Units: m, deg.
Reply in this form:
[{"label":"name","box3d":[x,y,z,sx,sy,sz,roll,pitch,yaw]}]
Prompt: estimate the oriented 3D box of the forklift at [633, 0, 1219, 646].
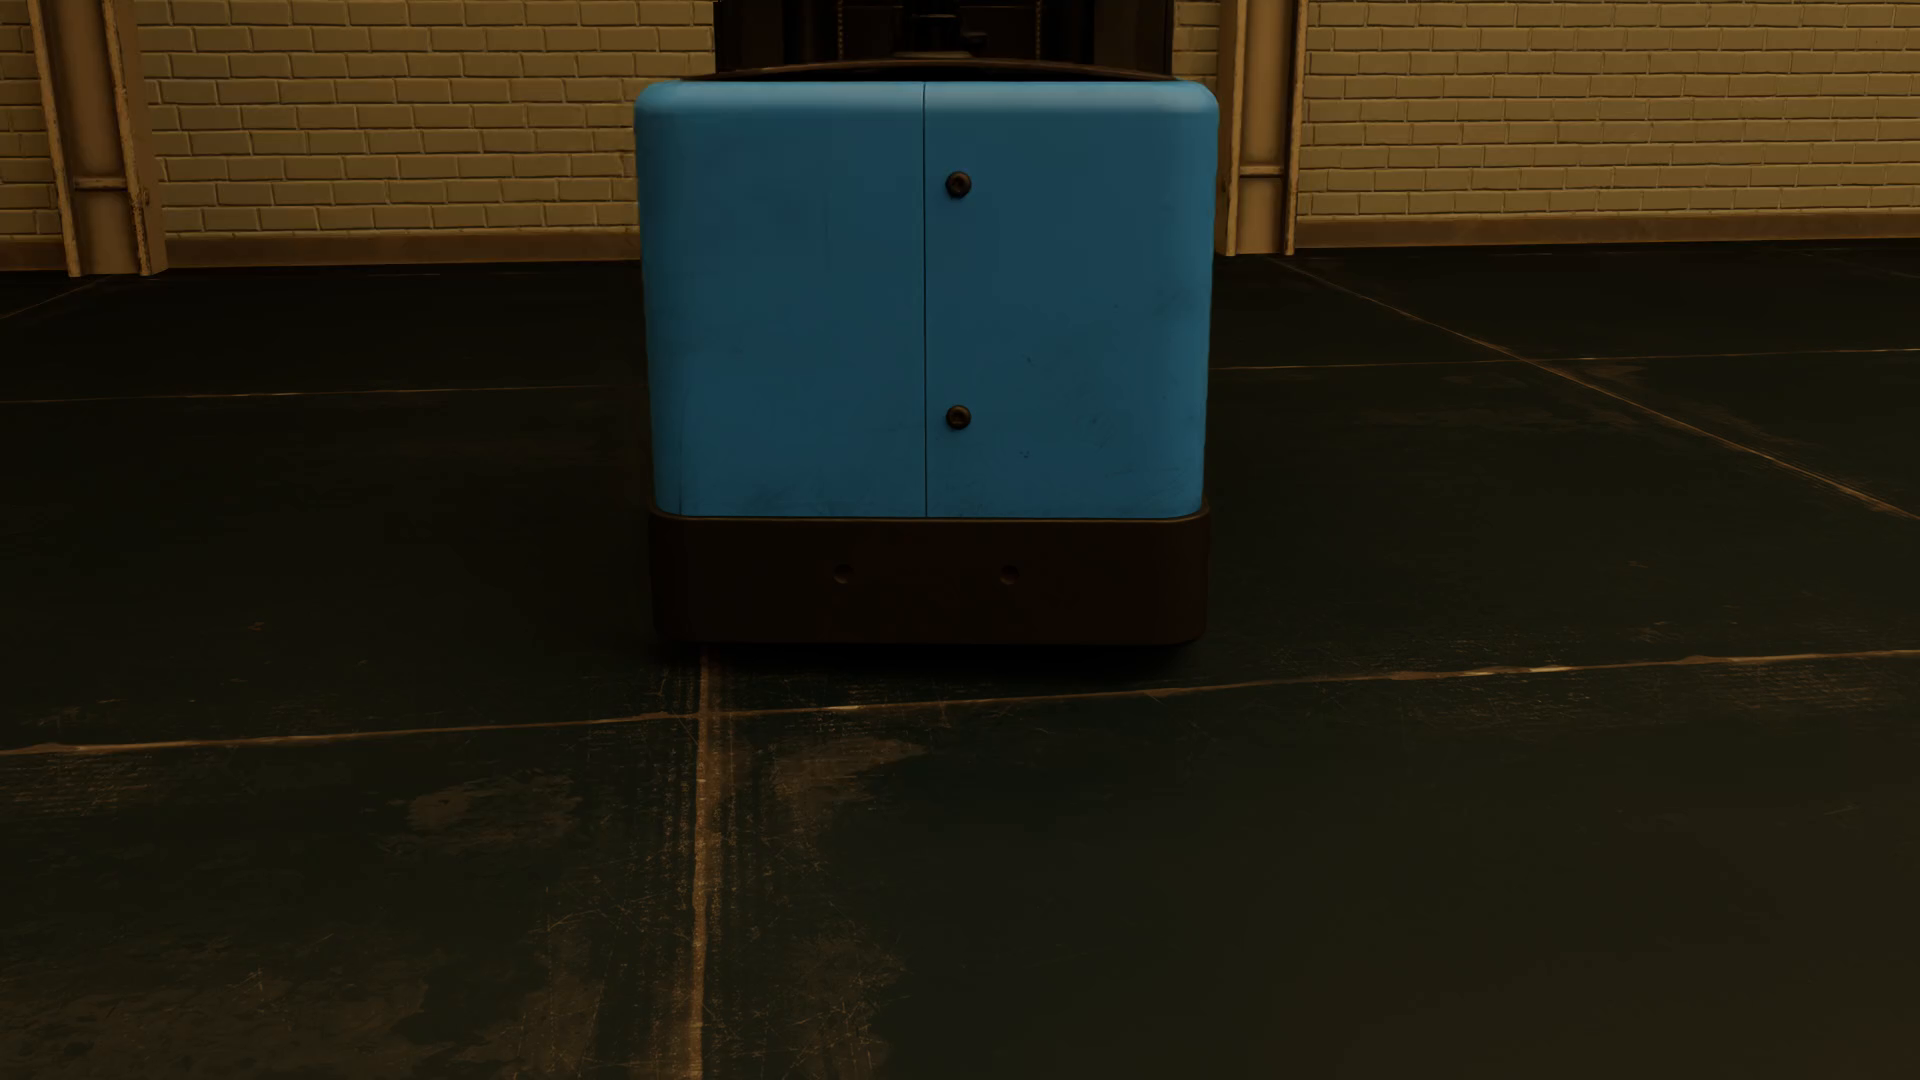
[{"label":"forklift","box3d":[-0.035,-1.578,4.121,1.130,2.935,3.031,0,17,1]}]
